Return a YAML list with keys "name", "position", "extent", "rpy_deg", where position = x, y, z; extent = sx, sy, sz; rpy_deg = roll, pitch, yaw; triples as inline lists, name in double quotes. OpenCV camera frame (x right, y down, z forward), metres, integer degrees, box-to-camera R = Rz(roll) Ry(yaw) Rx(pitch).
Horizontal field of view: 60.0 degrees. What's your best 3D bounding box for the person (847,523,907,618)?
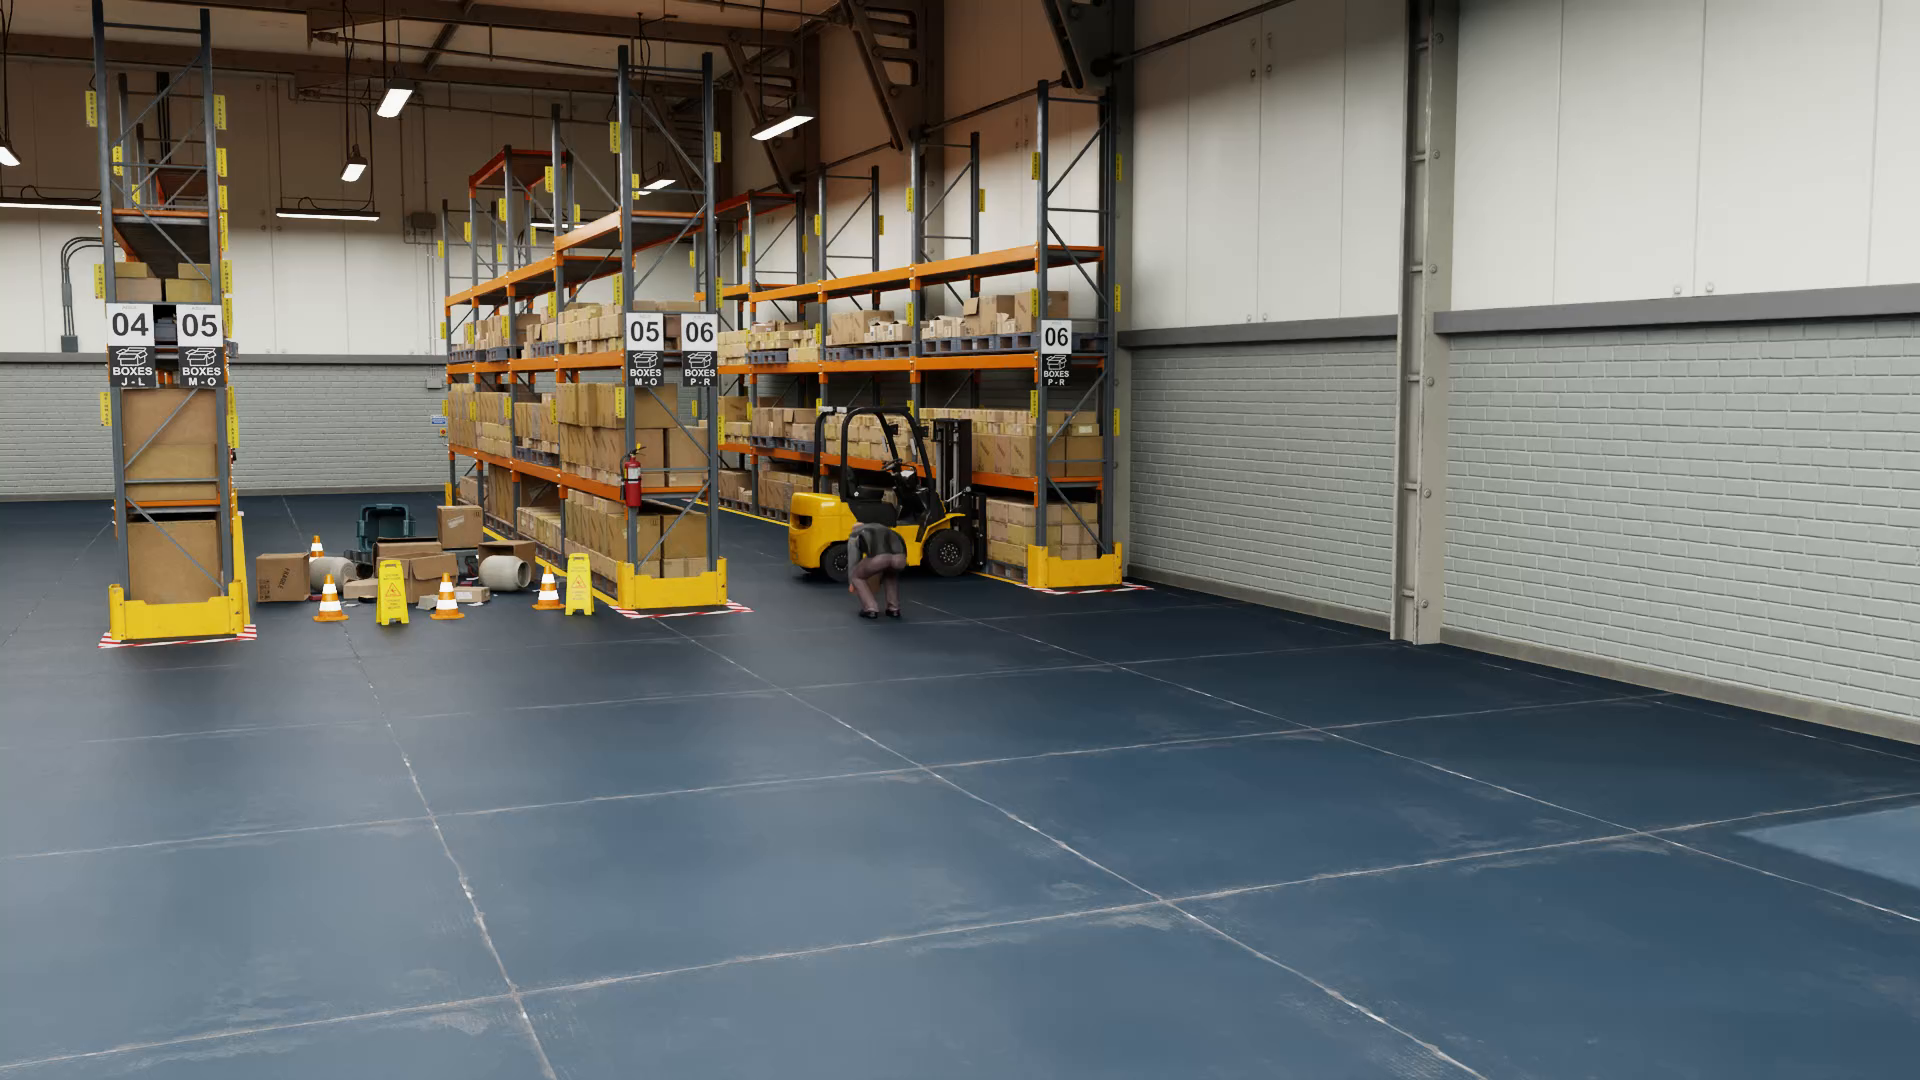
- name: "person"
  position: [-0.907, 0.311, 17.624]
  extent: [0.520, 0.968, 0.939]
  rpy_deg: [-3, 6, -26]
